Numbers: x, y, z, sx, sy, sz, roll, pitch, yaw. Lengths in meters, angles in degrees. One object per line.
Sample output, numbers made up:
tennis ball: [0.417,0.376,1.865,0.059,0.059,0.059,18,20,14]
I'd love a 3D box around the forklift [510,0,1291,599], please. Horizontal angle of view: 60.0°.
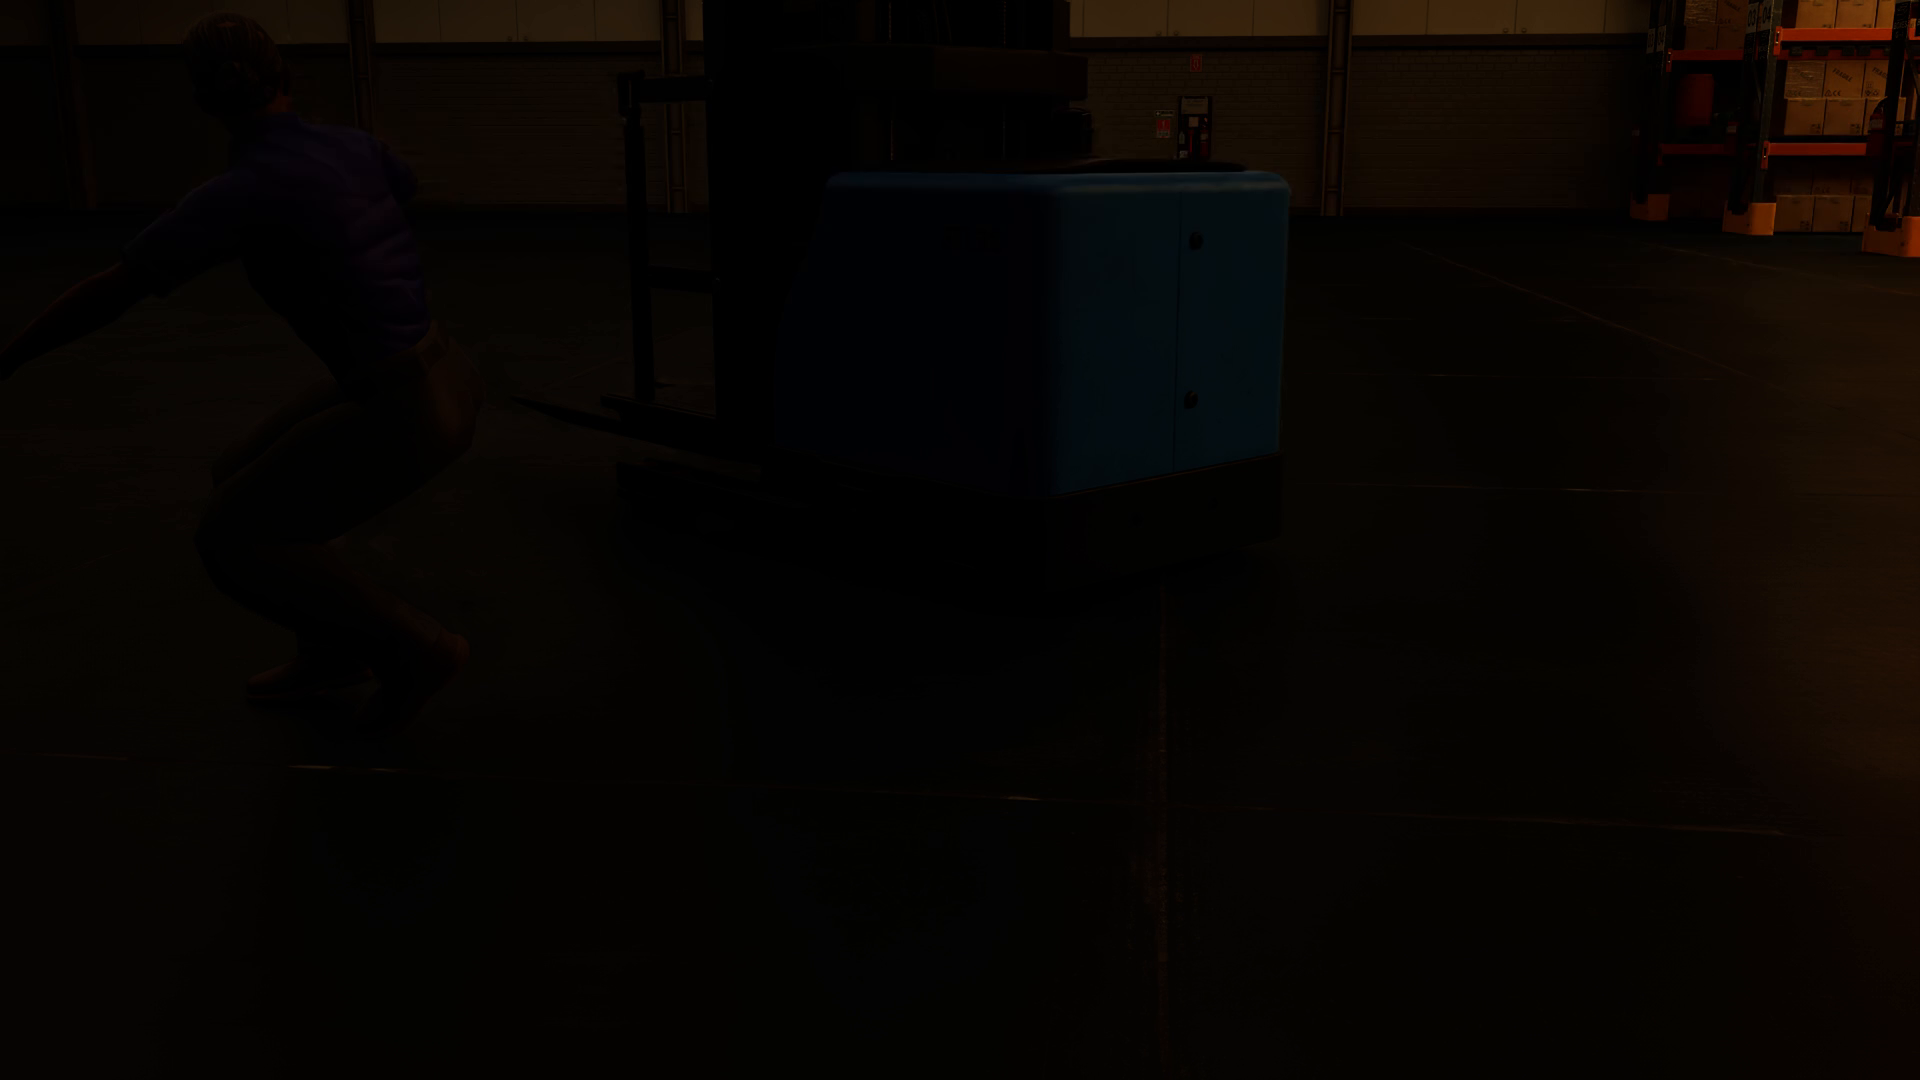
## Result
forklift: [-0.450,-1.551,5.142,1.130,2.935,3.031,-12,17,-41]

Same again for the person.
person: [-1.390,-0.305,3.246,0.909,1.381,0.705,-1,13,-4]
